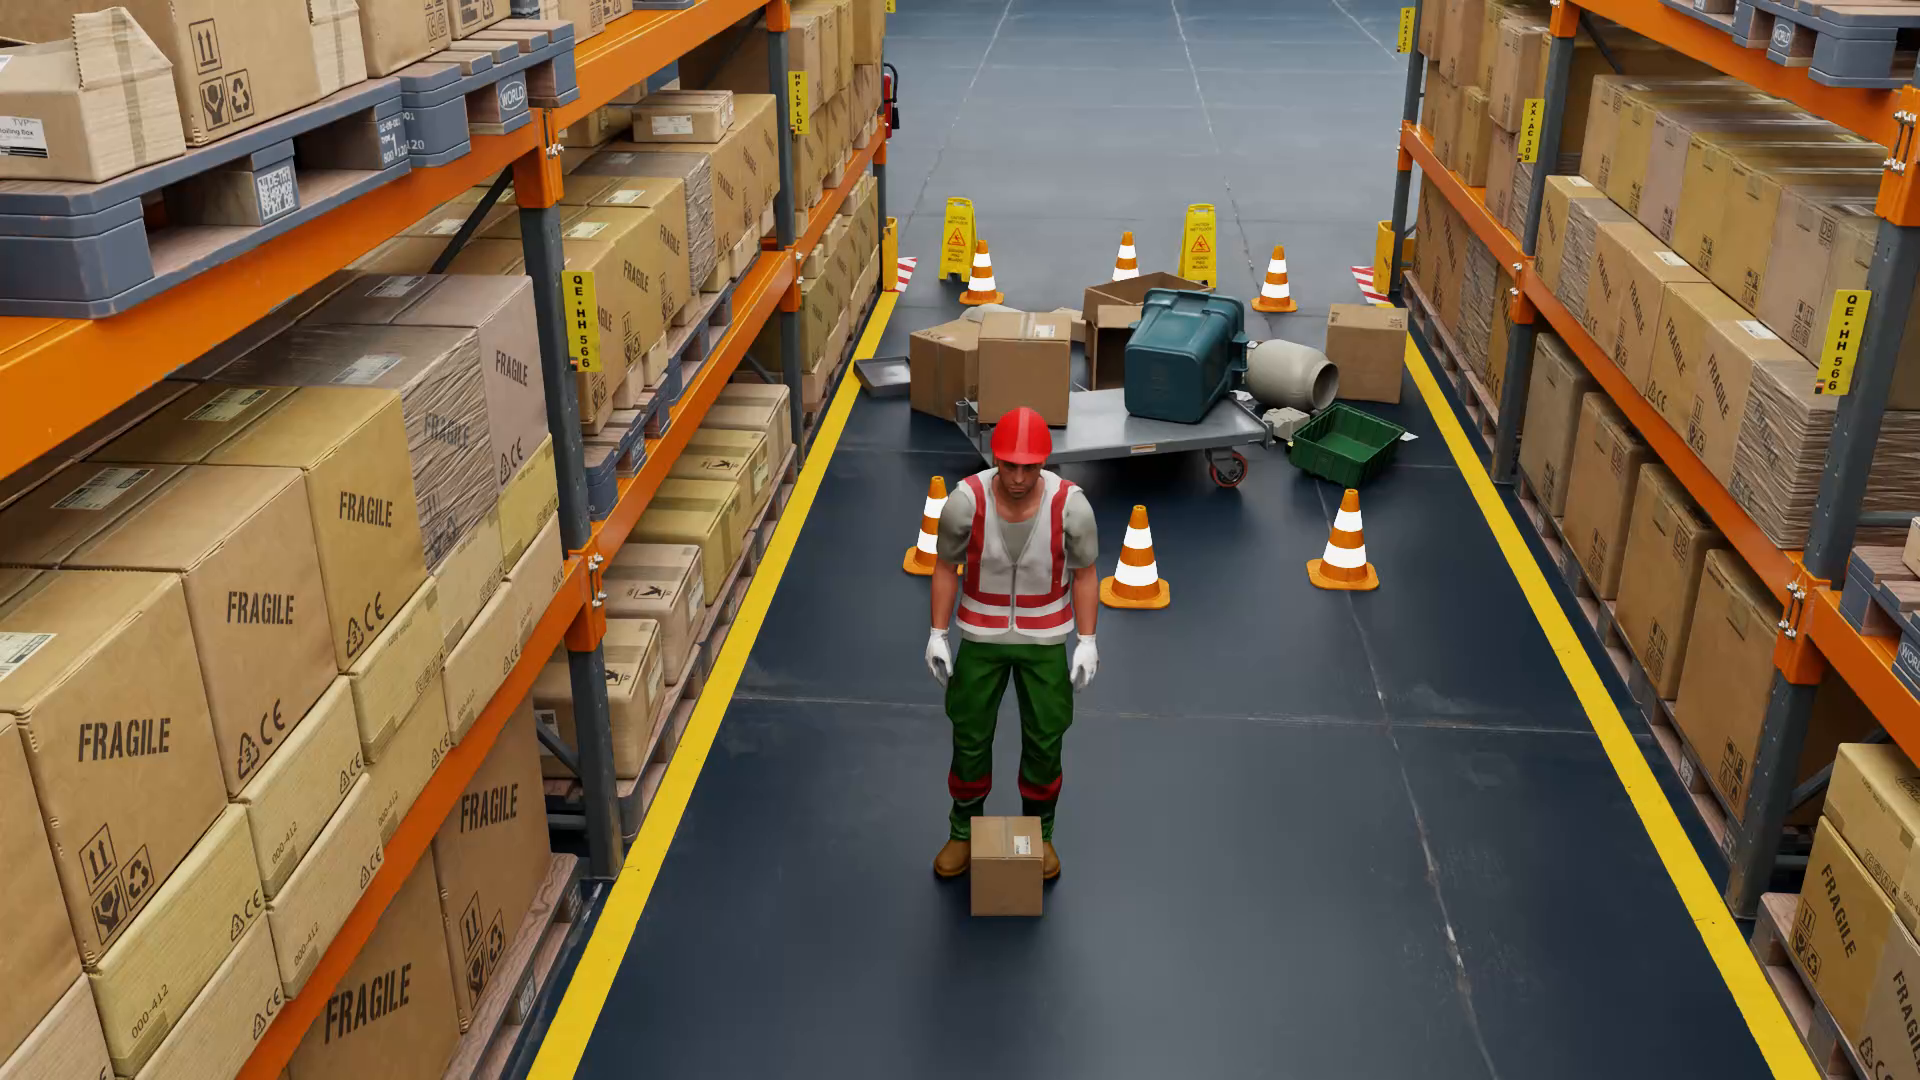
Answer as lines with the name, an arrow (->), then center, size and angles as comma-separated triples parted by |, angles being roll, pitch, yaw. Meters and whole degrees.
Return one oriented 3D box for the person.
person -> 0.182, 0.365, 5.776 | 0.608, 1.779, 0.453 | 2, 24, 4
